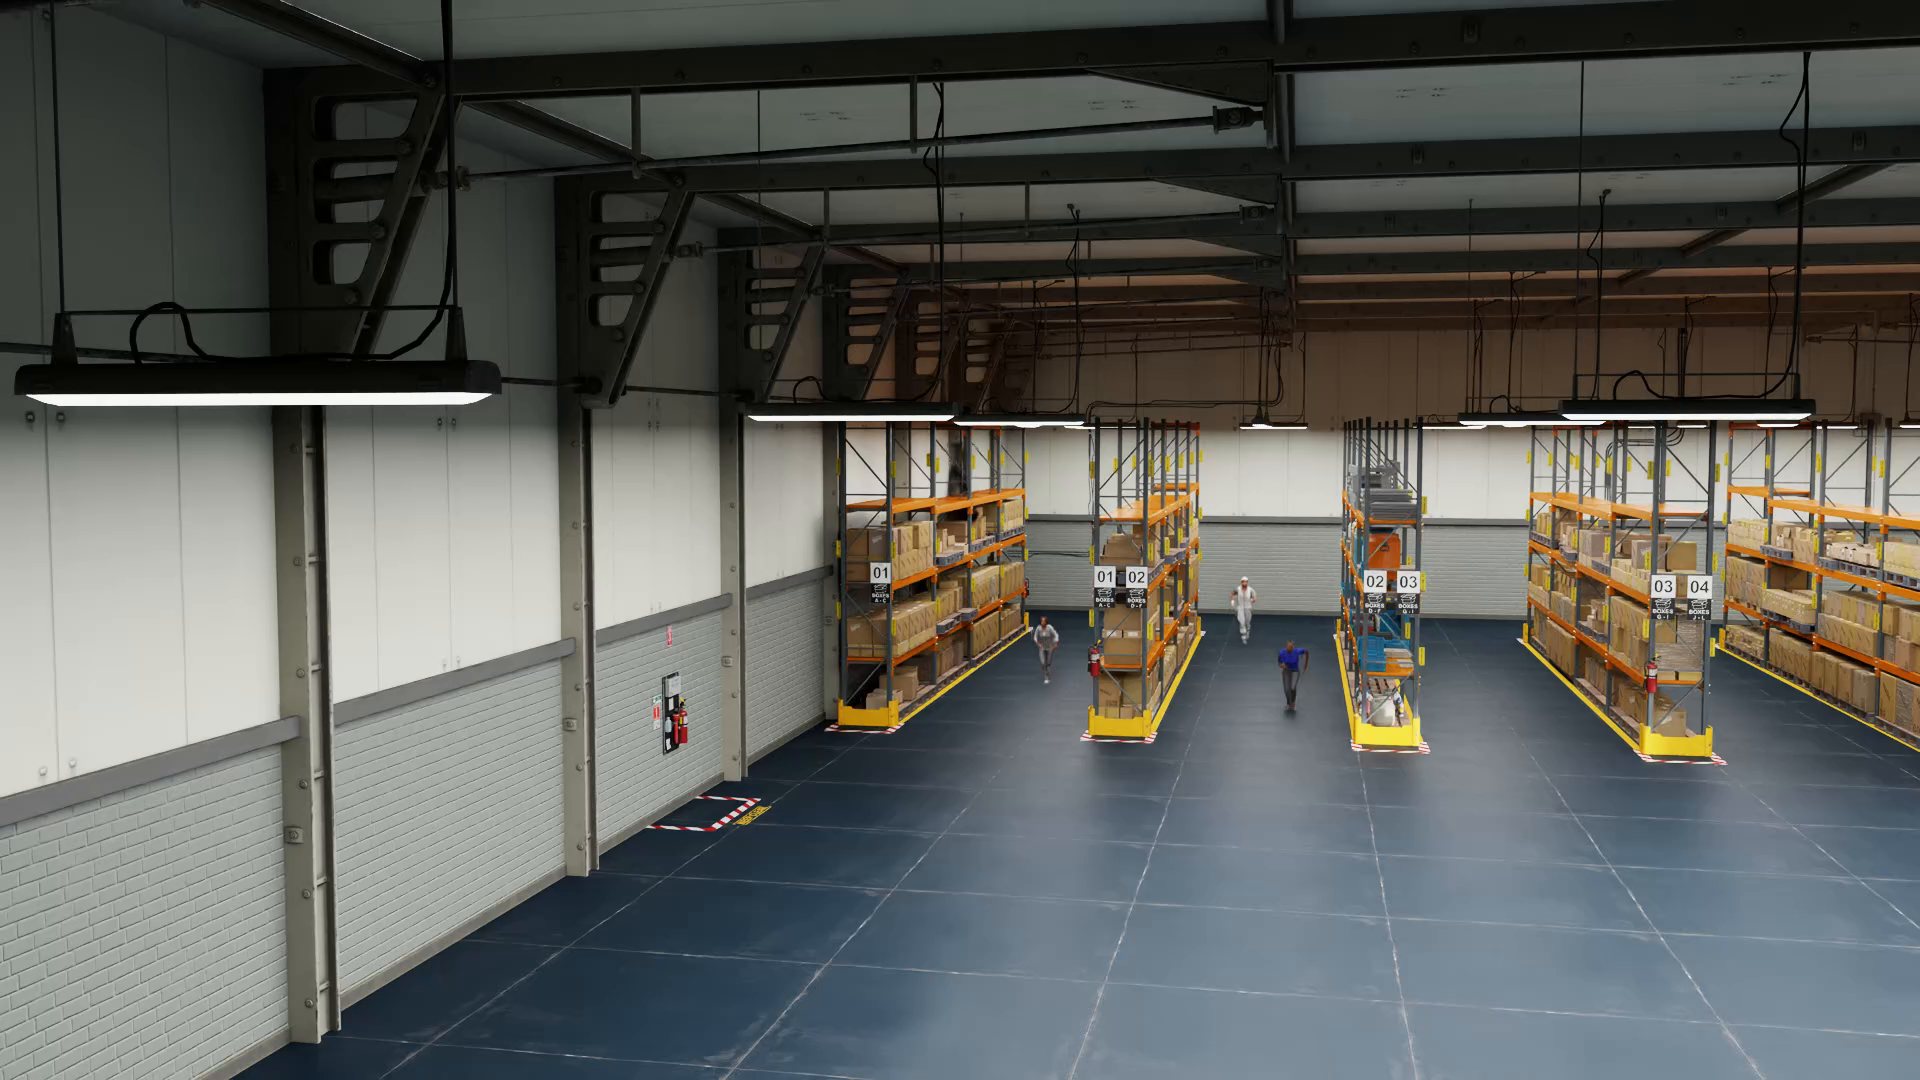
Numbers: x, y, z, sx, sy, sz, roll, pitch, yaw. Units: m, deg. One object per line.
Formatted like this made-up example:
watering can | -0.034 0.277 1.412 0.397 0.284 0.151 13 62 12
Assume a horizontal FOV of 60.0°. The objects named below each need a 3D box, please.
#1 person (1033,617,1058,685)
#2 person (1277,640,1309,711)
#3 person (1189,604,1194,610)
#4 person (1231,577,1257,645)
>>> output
person | 1.958 2.520 37.938 0.574 1.534 0.656 0 4 6
person | 6.812 2.760 34.022 0.607 1.496 0.909 1 4 16
person | 6.444 1.750 48.069 0.877 1.743 0.691 1 4 22
person | 7.701 1.894 45.130 0.675 1.796 1.007 0 4 3
